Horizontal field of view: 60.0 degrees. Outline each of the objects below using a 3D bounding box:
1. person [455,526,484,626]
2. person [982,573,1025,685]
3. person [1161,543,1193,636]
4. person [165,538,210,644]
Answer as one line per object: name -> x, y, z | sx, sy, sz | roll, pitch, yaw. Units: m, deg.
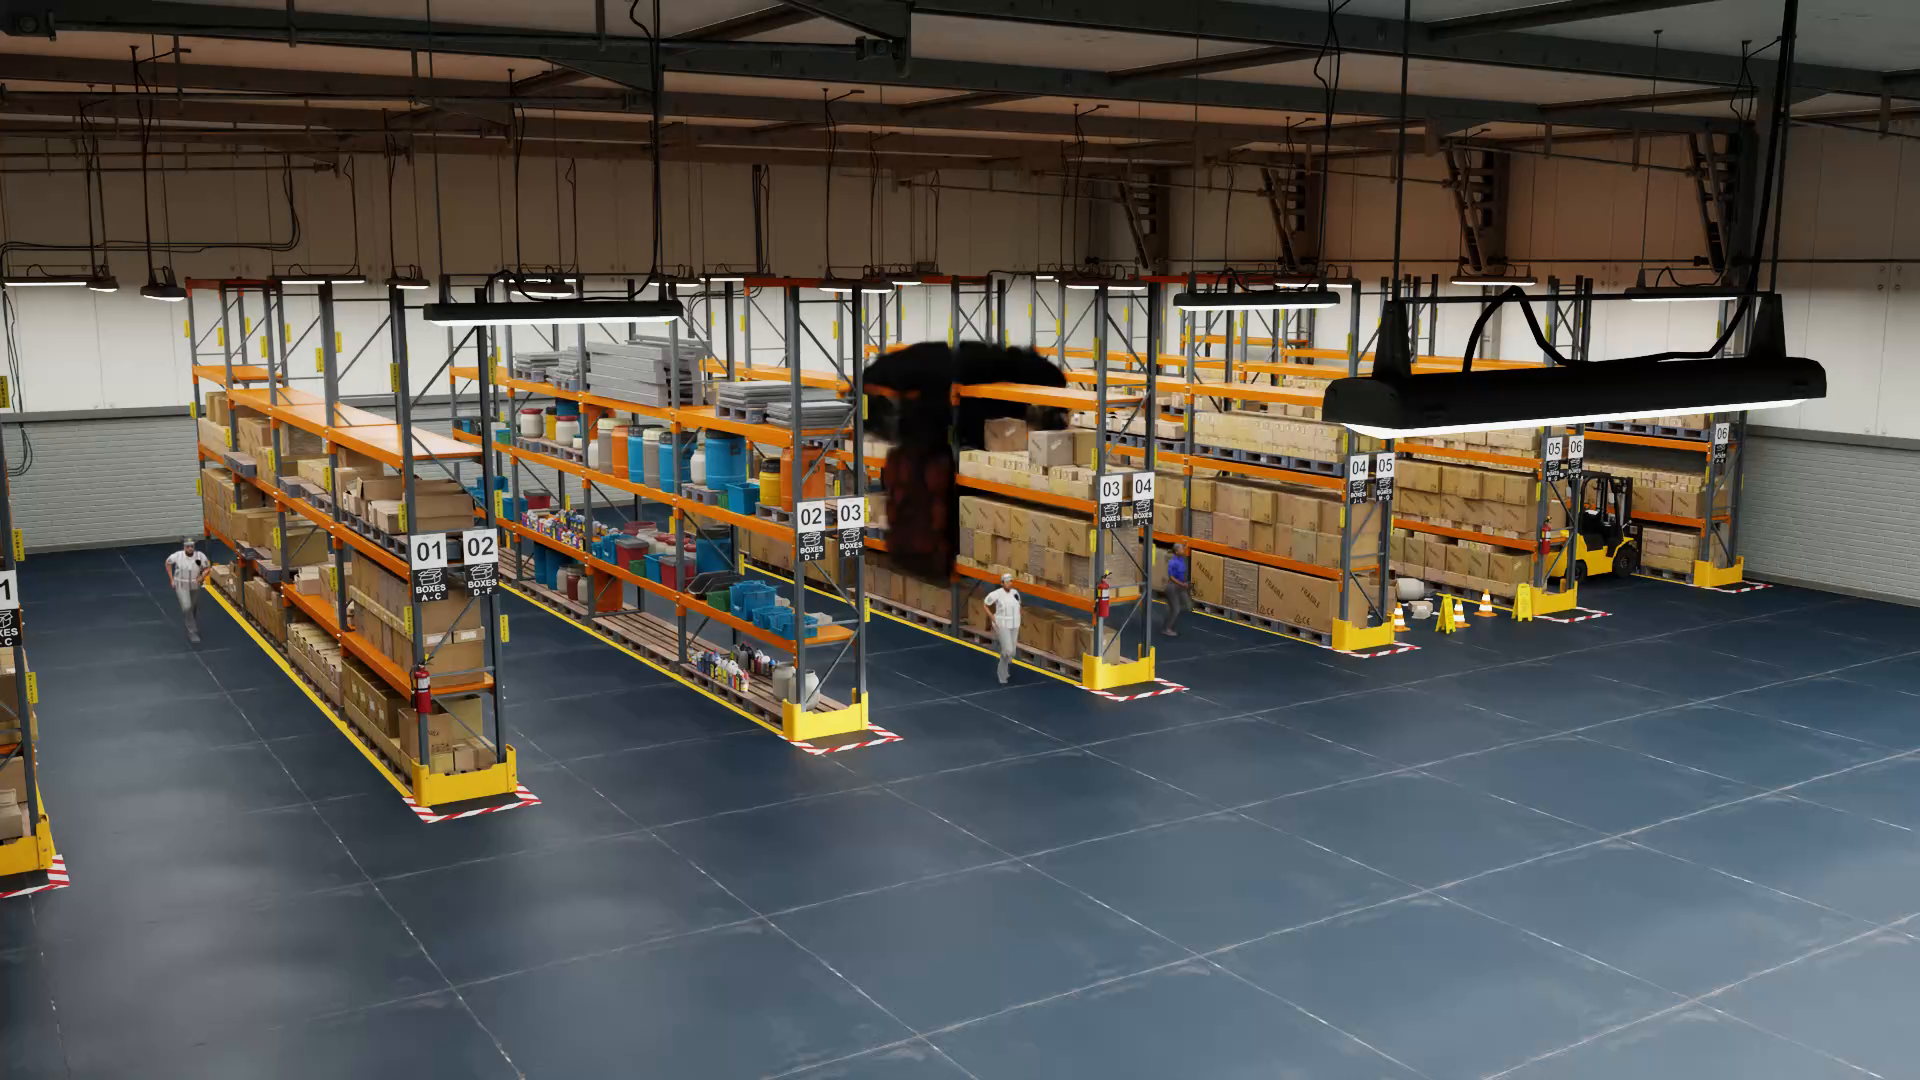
person -> -8.627, 0.584, 29.331 | 0.679, 1.752, 0.911 | -7, 12, -36
person -> 0.719, 1.312, 25.096 | 0.584, 1.628, 0.645 | -6, 12, -34
person -> 3.708, 0.843, 28.219 | 0.600, 1.593, 0.555 | 6, 11, 31
person -> -12.993, 0.801, 28.034 | 0.664, 1.787, 0.962 | -7, 12, -35
